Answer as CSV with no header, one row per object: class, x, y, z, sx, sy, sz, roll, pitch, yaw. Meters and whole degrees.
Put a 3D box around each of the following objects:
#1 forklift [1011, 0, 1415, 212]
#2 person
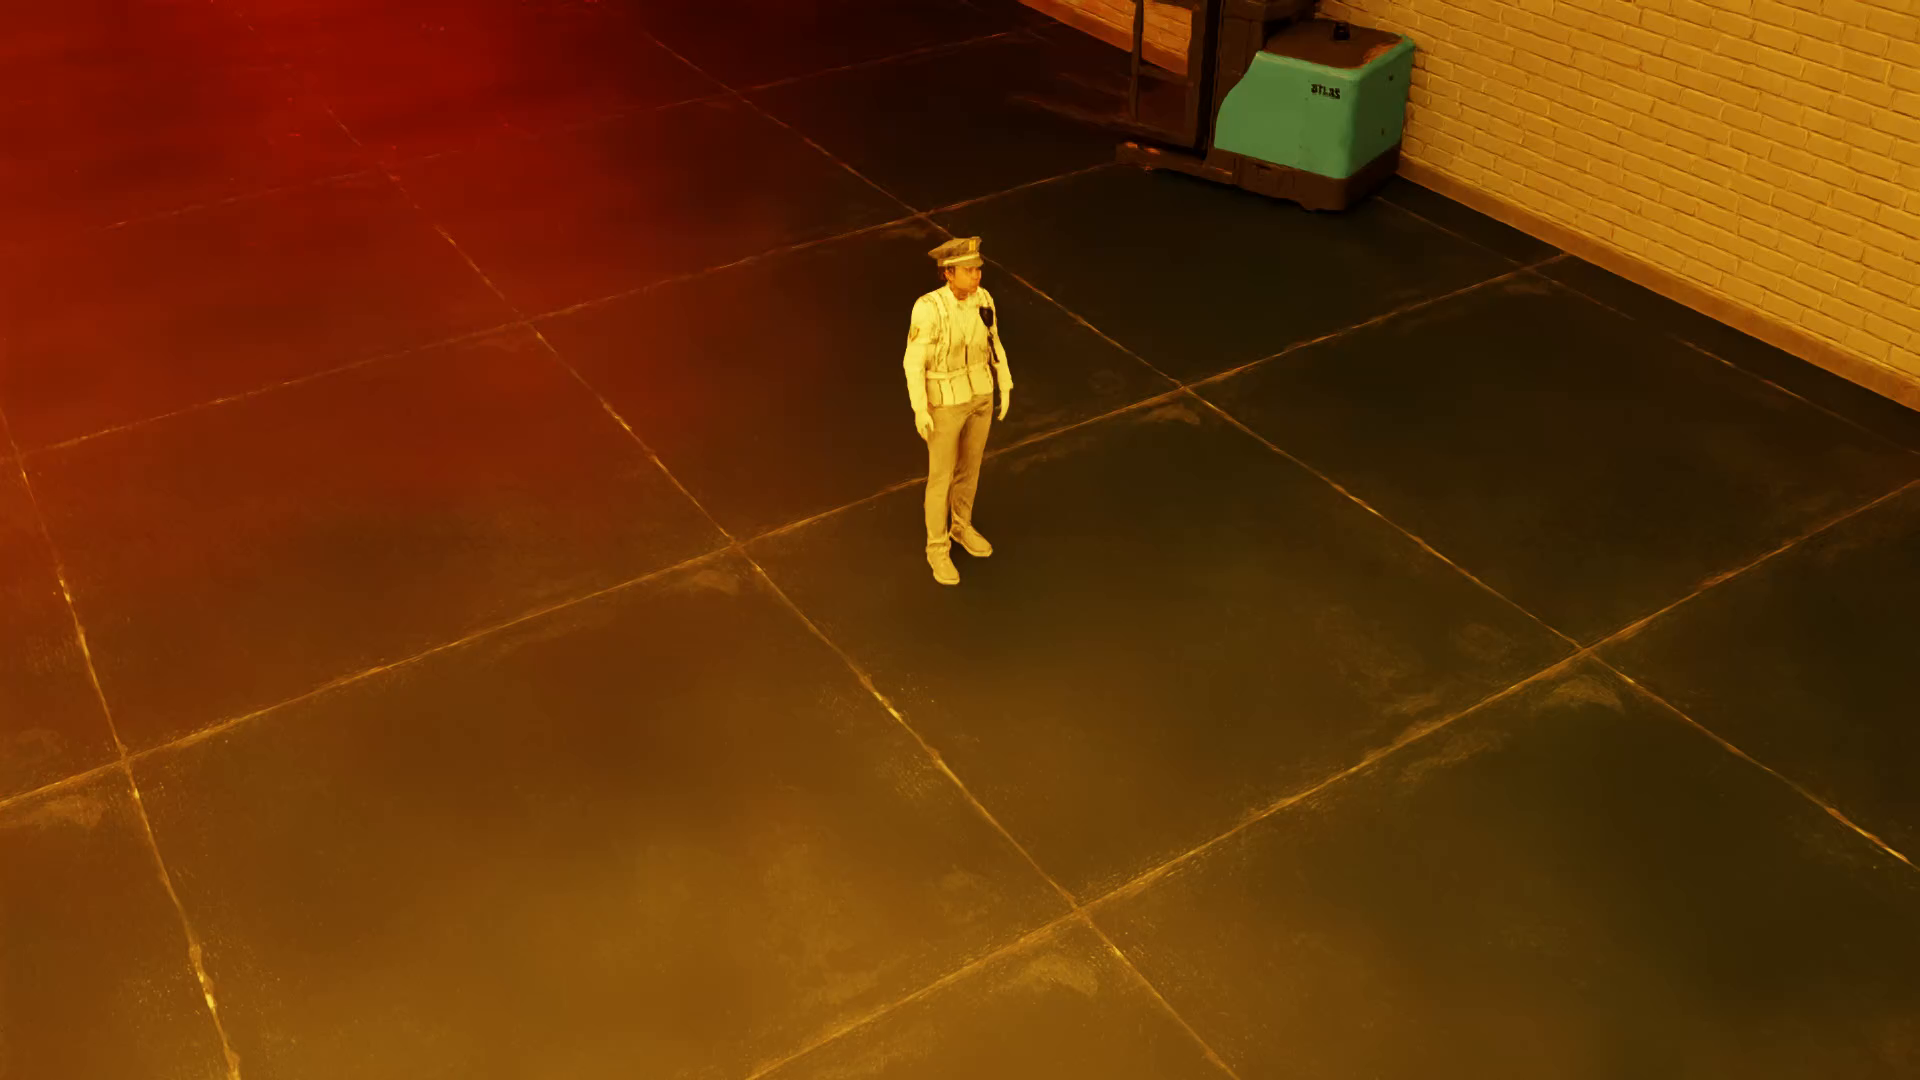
forklift,1.820,-4.243,12.186,3.031,2.935,1.130,23,41,29
person,0.031,-0.665,8.156,0.586,1.695,0.532,-21,40,-27
